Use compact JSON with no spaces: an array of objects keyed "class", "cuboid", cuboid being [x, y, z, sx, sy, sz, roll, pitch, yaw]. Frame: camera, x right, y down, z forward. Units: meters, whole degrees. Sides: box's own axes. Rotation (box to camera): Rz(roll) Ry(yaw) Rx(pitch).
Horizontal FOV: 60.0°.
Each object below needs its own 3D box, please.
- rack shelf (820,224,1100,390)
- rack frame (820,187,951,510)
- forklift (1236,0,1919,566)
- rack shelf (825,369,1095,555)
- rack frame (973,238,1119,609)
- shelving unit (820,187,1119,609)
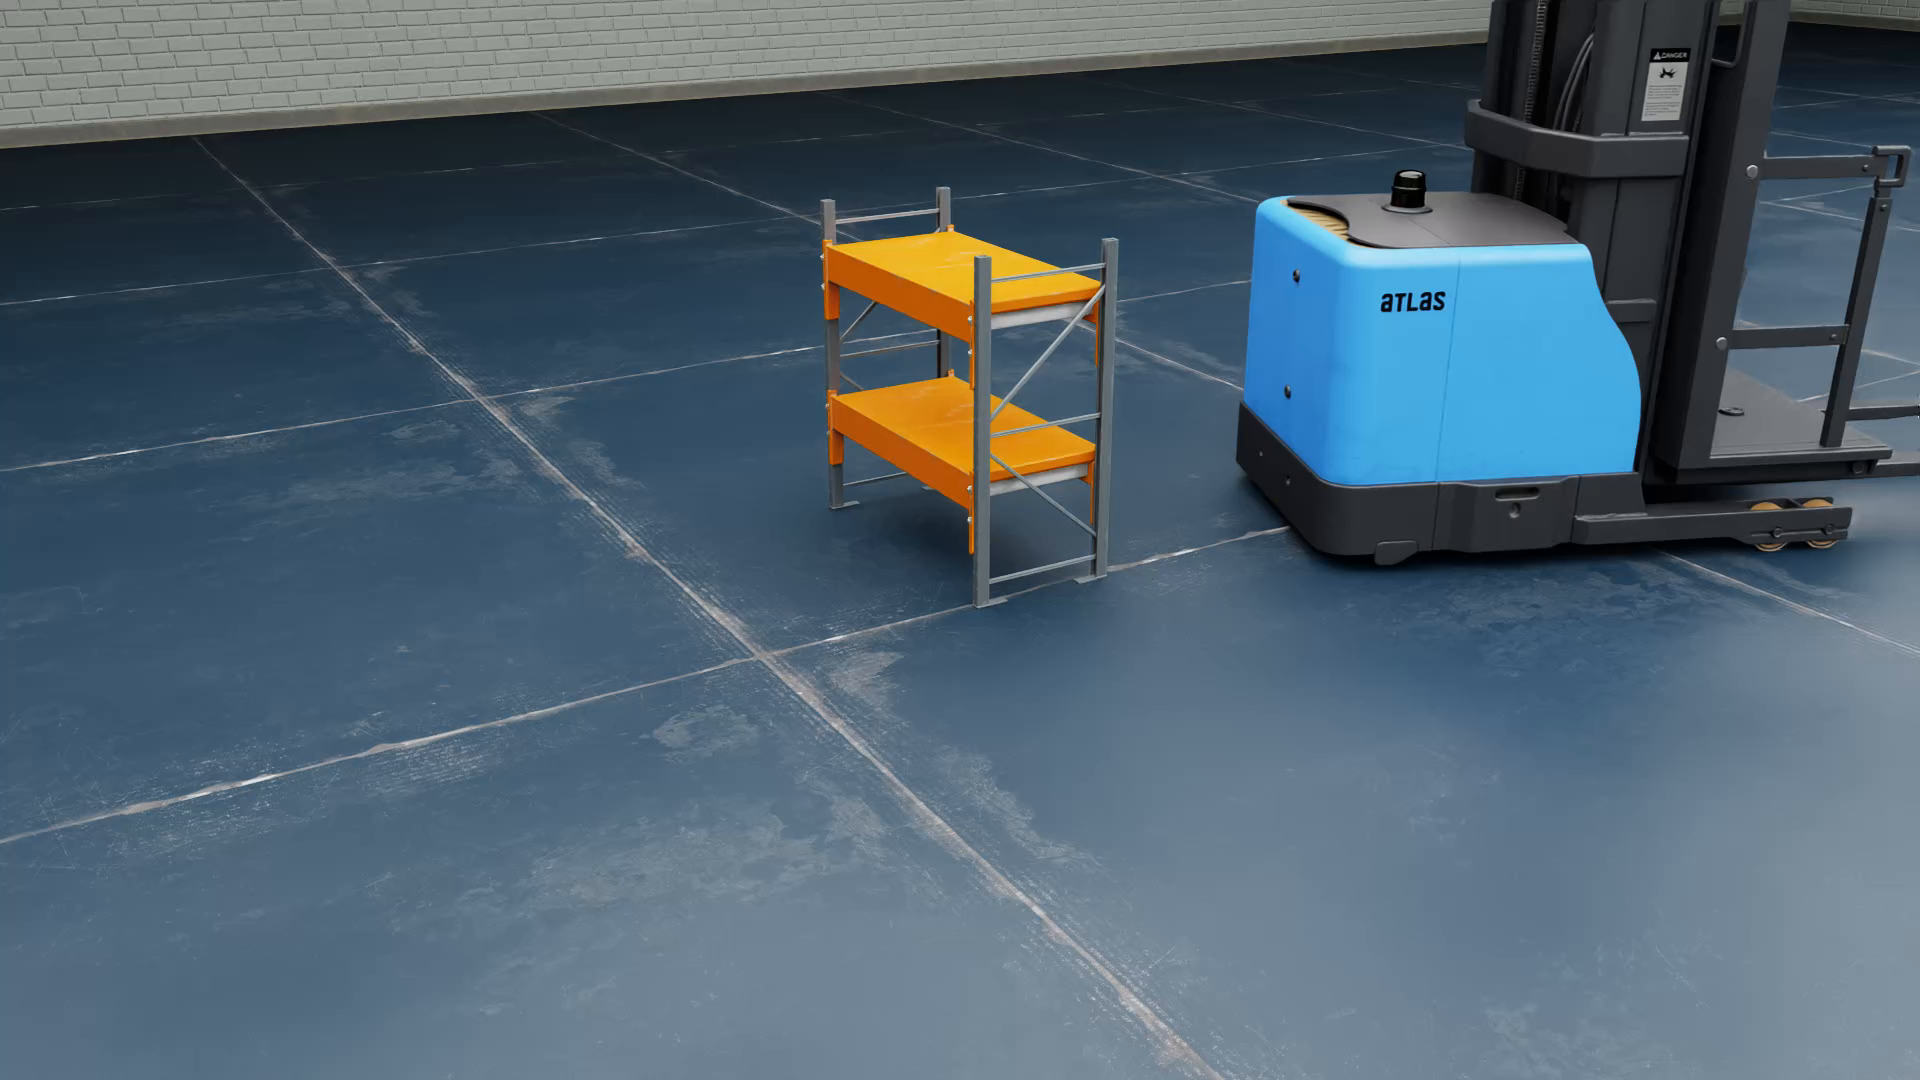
[{"class":"rack shelf","cuboid":[0.003,-0.790,5.484,0.538,0.278,1.000,-13,25,-28]},{"class":"rack frame","cuboid":[-0.256,-0.683,5.999,0.500,1.125,0.032,-13,25,-28]},{"class":"forklift","cuboid":[2.616,-1.511,5.637,3.031,2.935,1.130,-3,22,-8]},{"class":"rack shelf","cuboid":[0.003,-0.292,5.686,0.538,0.278,1.000,-13,25,-28]},{"class":"rack frame","cuboid":[0.263,-0.354,5.189,0.500,1.125,0.032,-13,25,-28]},{"class":"shelving unit","cuboid":[0.003,-0.519,5.594,0.538,1.125,1.048,-13,25,-28]}]
